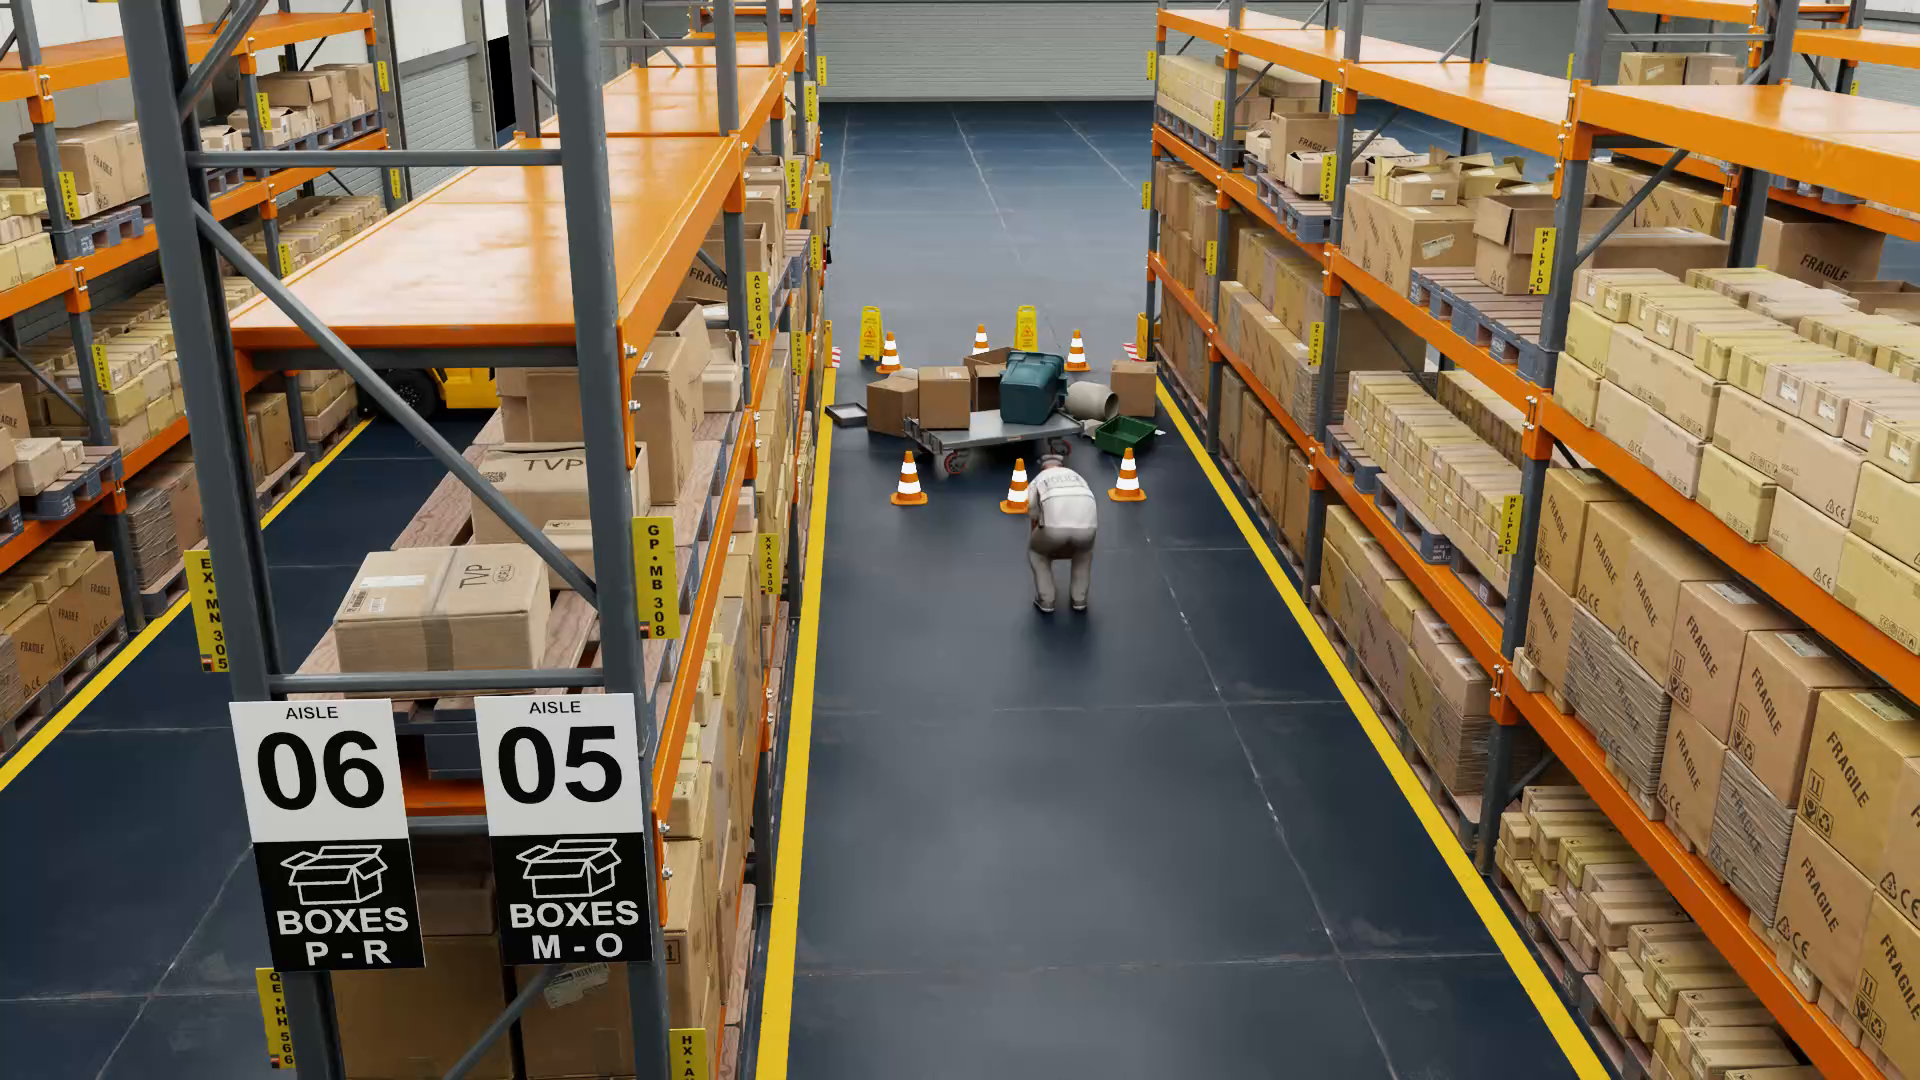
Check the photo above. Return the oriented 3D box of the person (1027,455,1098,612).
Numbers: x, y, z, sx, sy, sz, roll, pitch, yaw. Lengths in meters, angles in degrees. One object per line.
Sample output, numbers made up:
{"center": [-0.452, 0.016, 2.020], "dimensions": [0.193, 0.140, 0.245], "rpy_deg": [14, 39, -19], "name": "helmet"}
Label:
{"center": [0.783, -0.049, 13.032], "dimensions": [0.528, 1.077, 1.033], "rpy_deg": [-2, 20, -6], "name": "person"}
